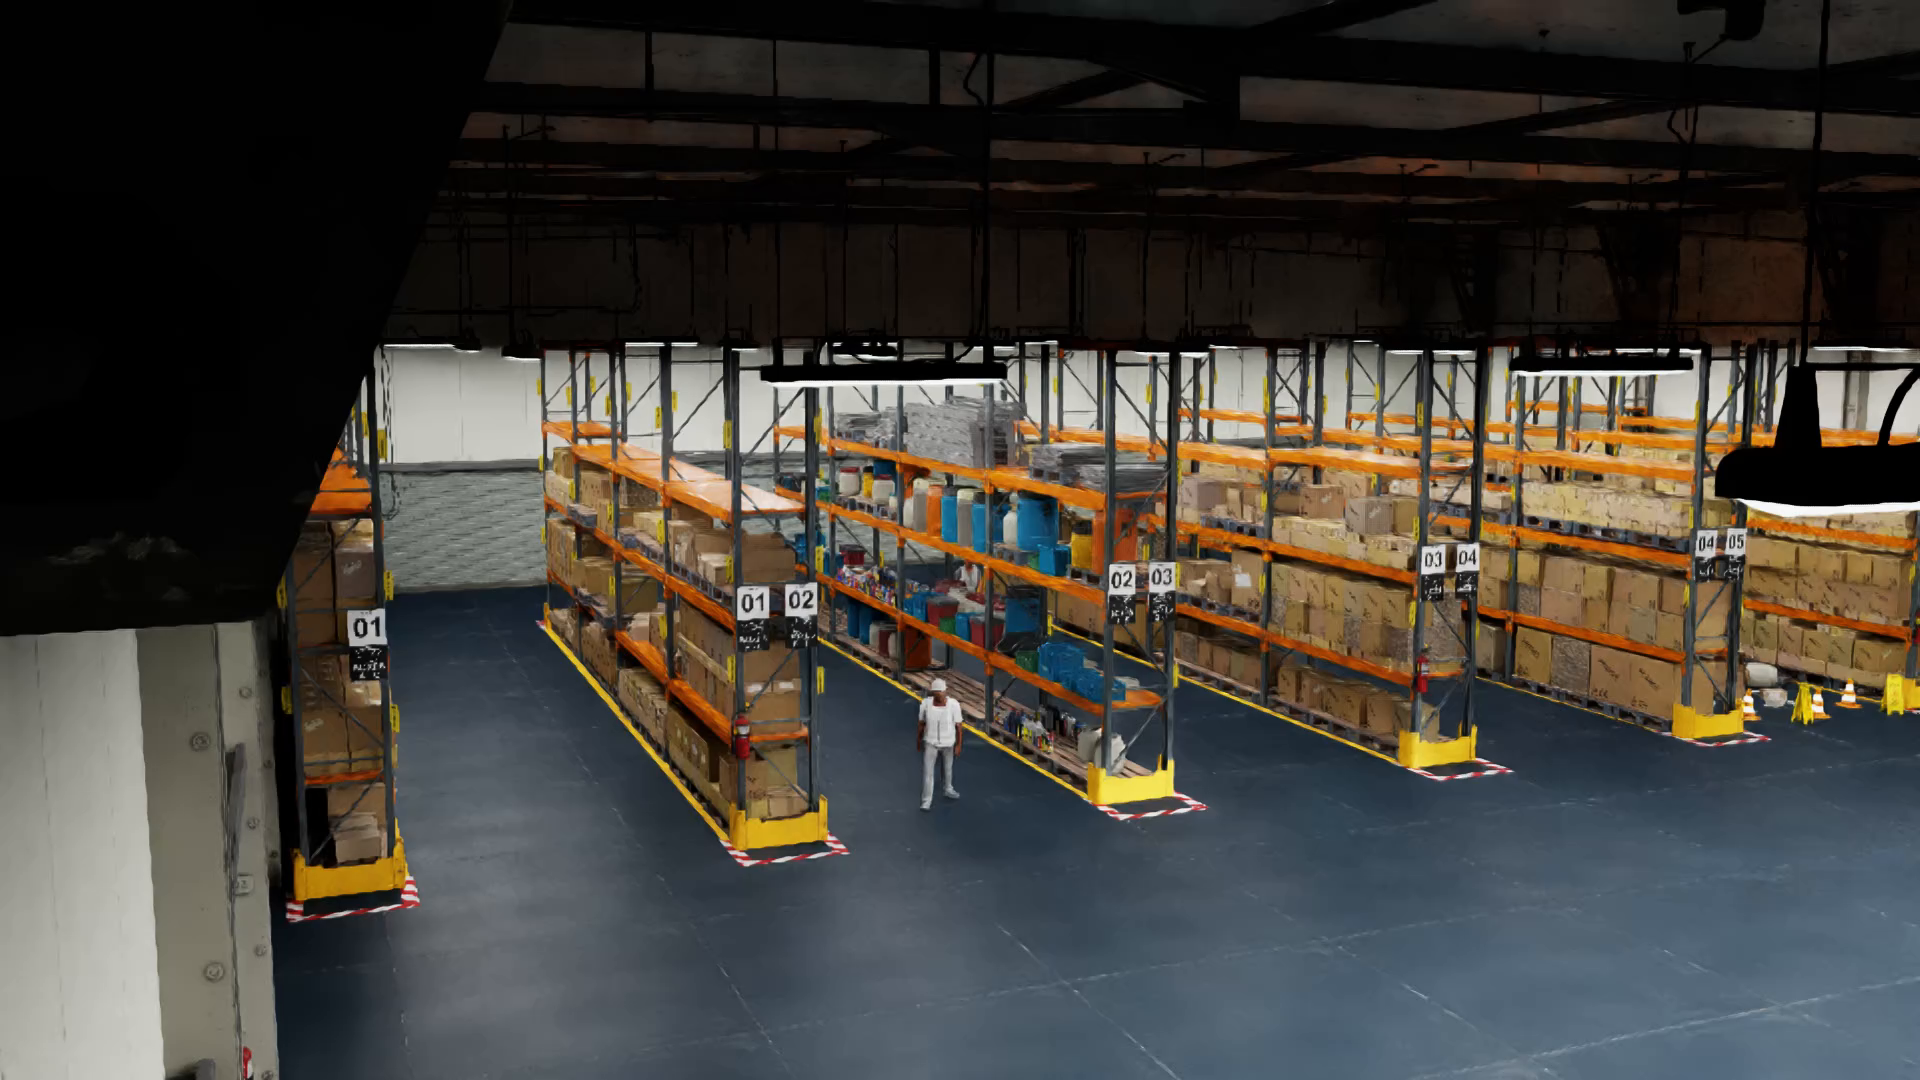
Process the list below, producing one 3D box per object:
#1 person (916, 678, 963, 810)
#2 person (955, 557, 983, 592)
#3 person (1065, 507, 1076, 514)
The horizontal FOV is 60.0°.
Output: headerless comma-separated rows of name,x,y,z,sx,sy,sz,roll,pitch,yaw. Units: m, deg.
person,-0.274,2.652,21.850,0.620,1.723,0.957,0,7,1
person,0.183,1.103,33.619,0.565,1.736,1.045,-3,8,-23
person,2.943,-0.039,42.762,0.531,1.650,0.576,4,8,27
